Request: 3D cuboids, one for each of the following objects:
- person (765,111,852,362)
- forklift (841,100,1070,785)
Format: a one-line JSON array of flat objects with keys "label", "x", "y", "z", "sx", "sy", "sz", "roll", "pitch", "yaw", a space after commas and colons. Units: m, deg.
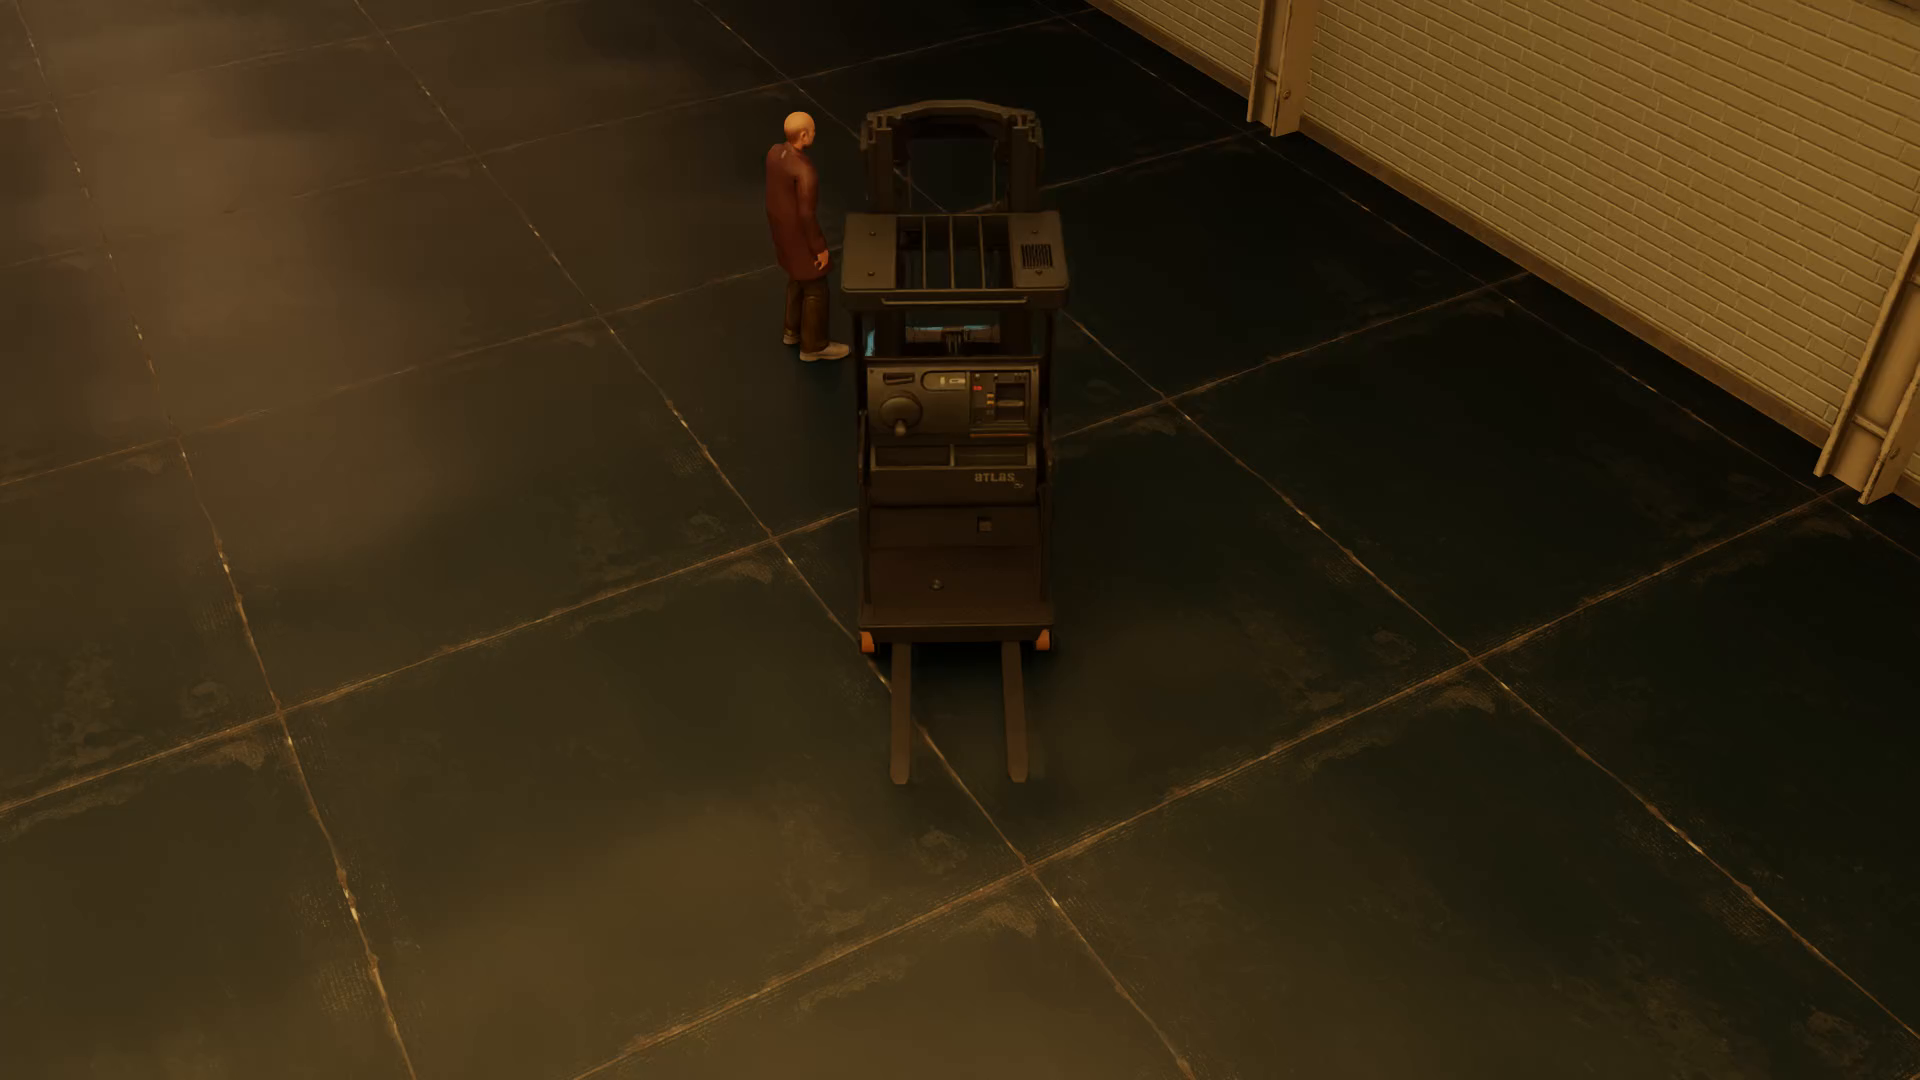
[{"label": "person", "x": -1.094, "y": -2.102, "z": 11.478, "sx": 0.430, "sy": 1.772, "sz": 0.644, "roll": -20, "pitch": 44, "yaw": -23}, {"label": "forklift", "x": -0.030, "y": -0.682, "z": 8.859, "sx": 1.130, "sy": 2.935, "sz": 3.031, "roll": -1, "pitch": 40, "yaw": -1}]
